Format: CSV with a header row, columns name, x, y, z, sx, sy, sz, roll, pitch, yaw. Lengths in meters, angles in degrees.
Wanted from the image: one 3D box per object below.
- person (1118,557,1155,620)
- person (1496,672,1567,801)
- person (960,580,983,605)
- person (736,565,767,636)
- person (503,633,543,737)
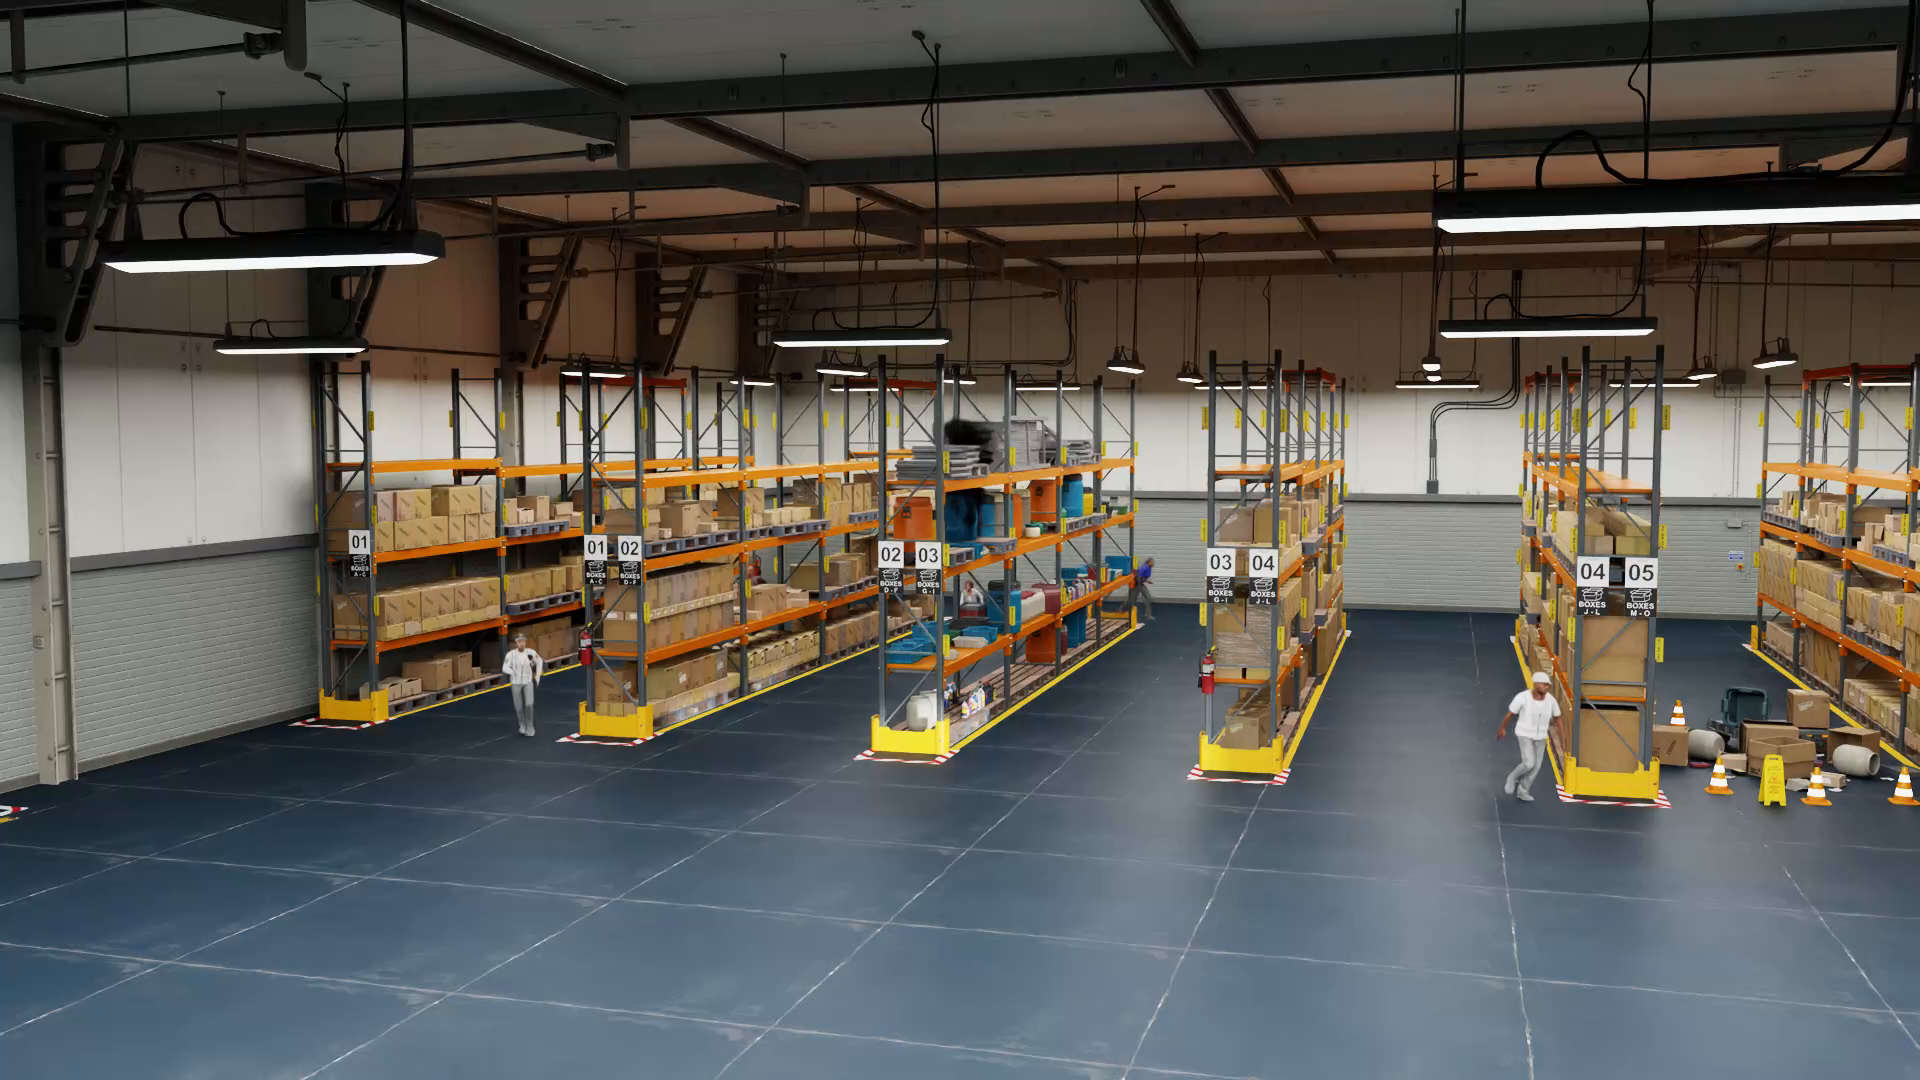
name,x,y,z,sx,sy,sz,roll,pitch,yaw
person,4.484,1.226,42.203,0.964,1.618,0.621,1,4,20
person,7.524,2.579,21.794,0.691,1.723,0.756,-1,4,-12
person,0.245,1.638,36.491,0.538,1.510,0.879,0,4,7
person,-4.704,1.455,37.344,0.662,1.780,0.848,1,4,16
person,-6.944,2.287,26.413,0.604,1.667,0.751,-1,4,-11
